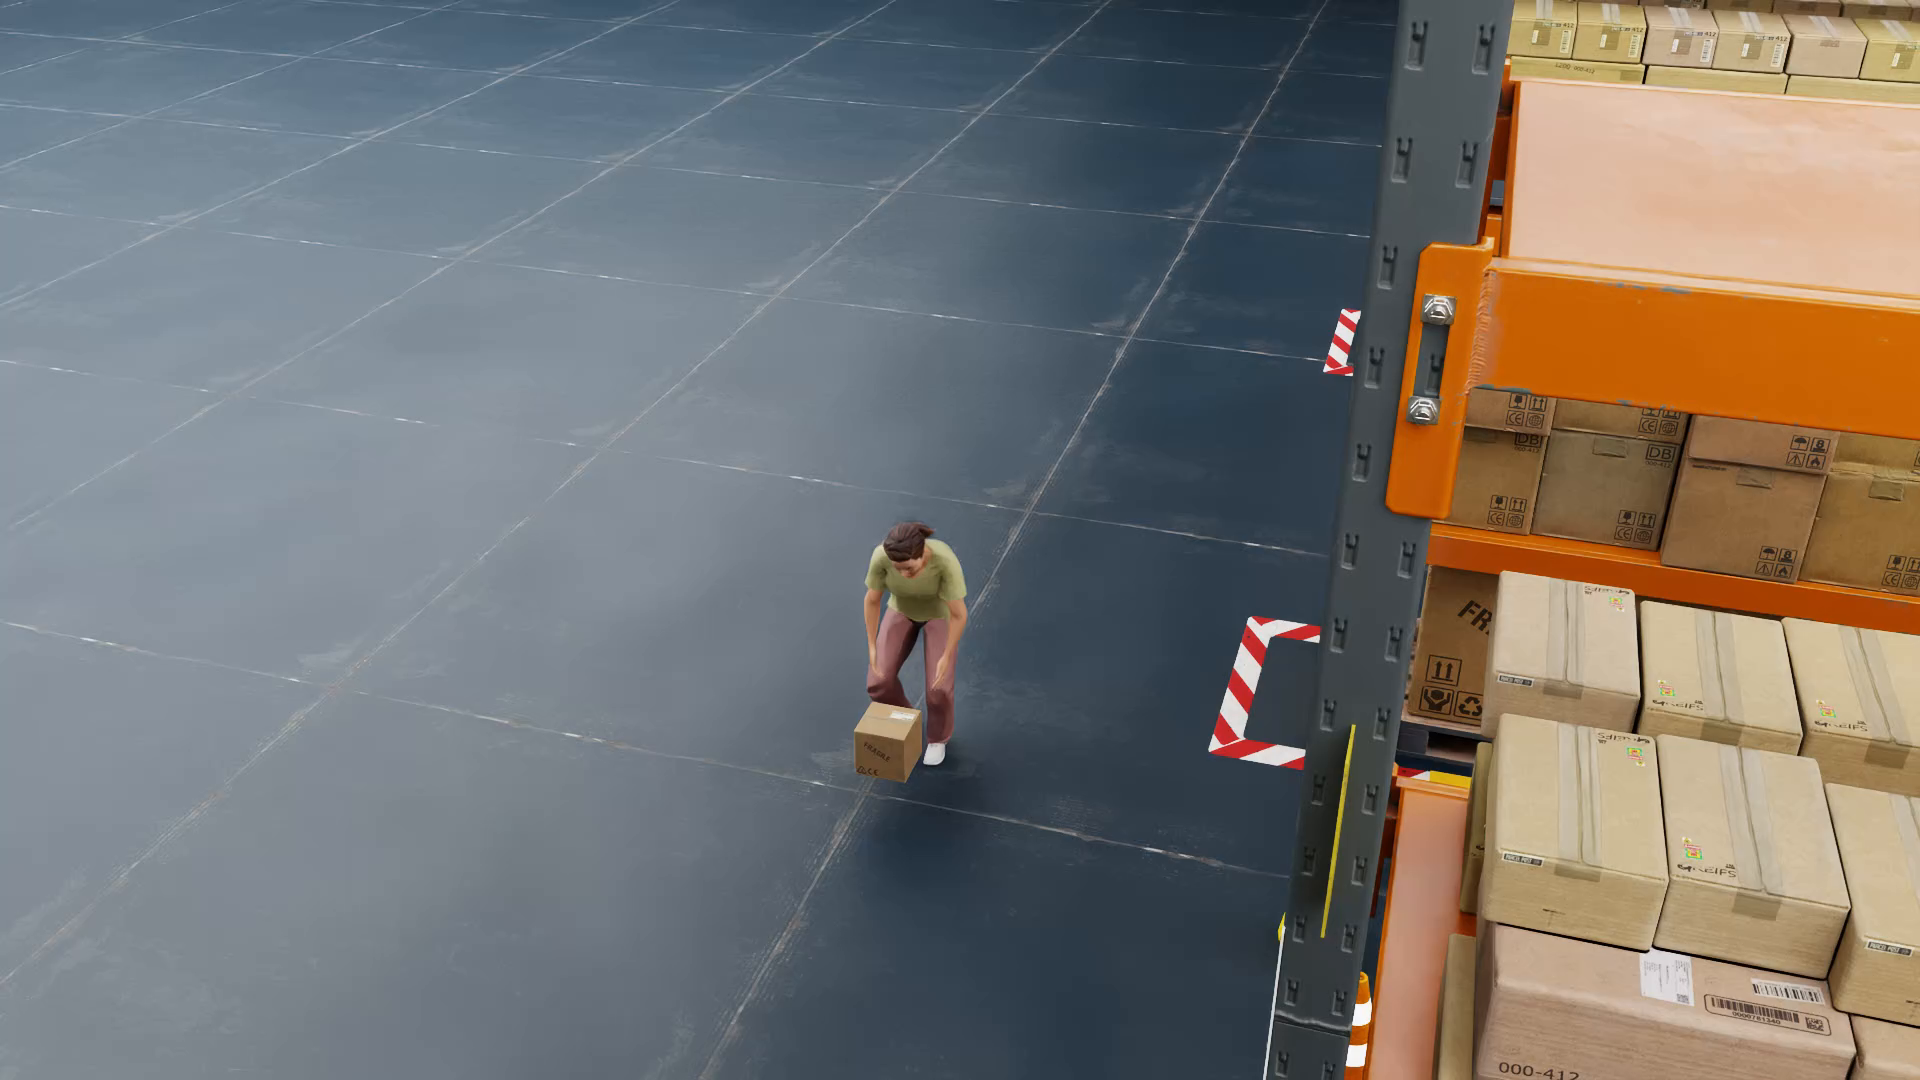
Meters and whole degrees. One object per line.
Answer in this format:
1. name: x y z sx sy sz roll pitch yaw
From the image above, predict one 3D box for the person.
1. person: -0.193 0.446 8.005 0.510 1.391 0.633 9 30 15
